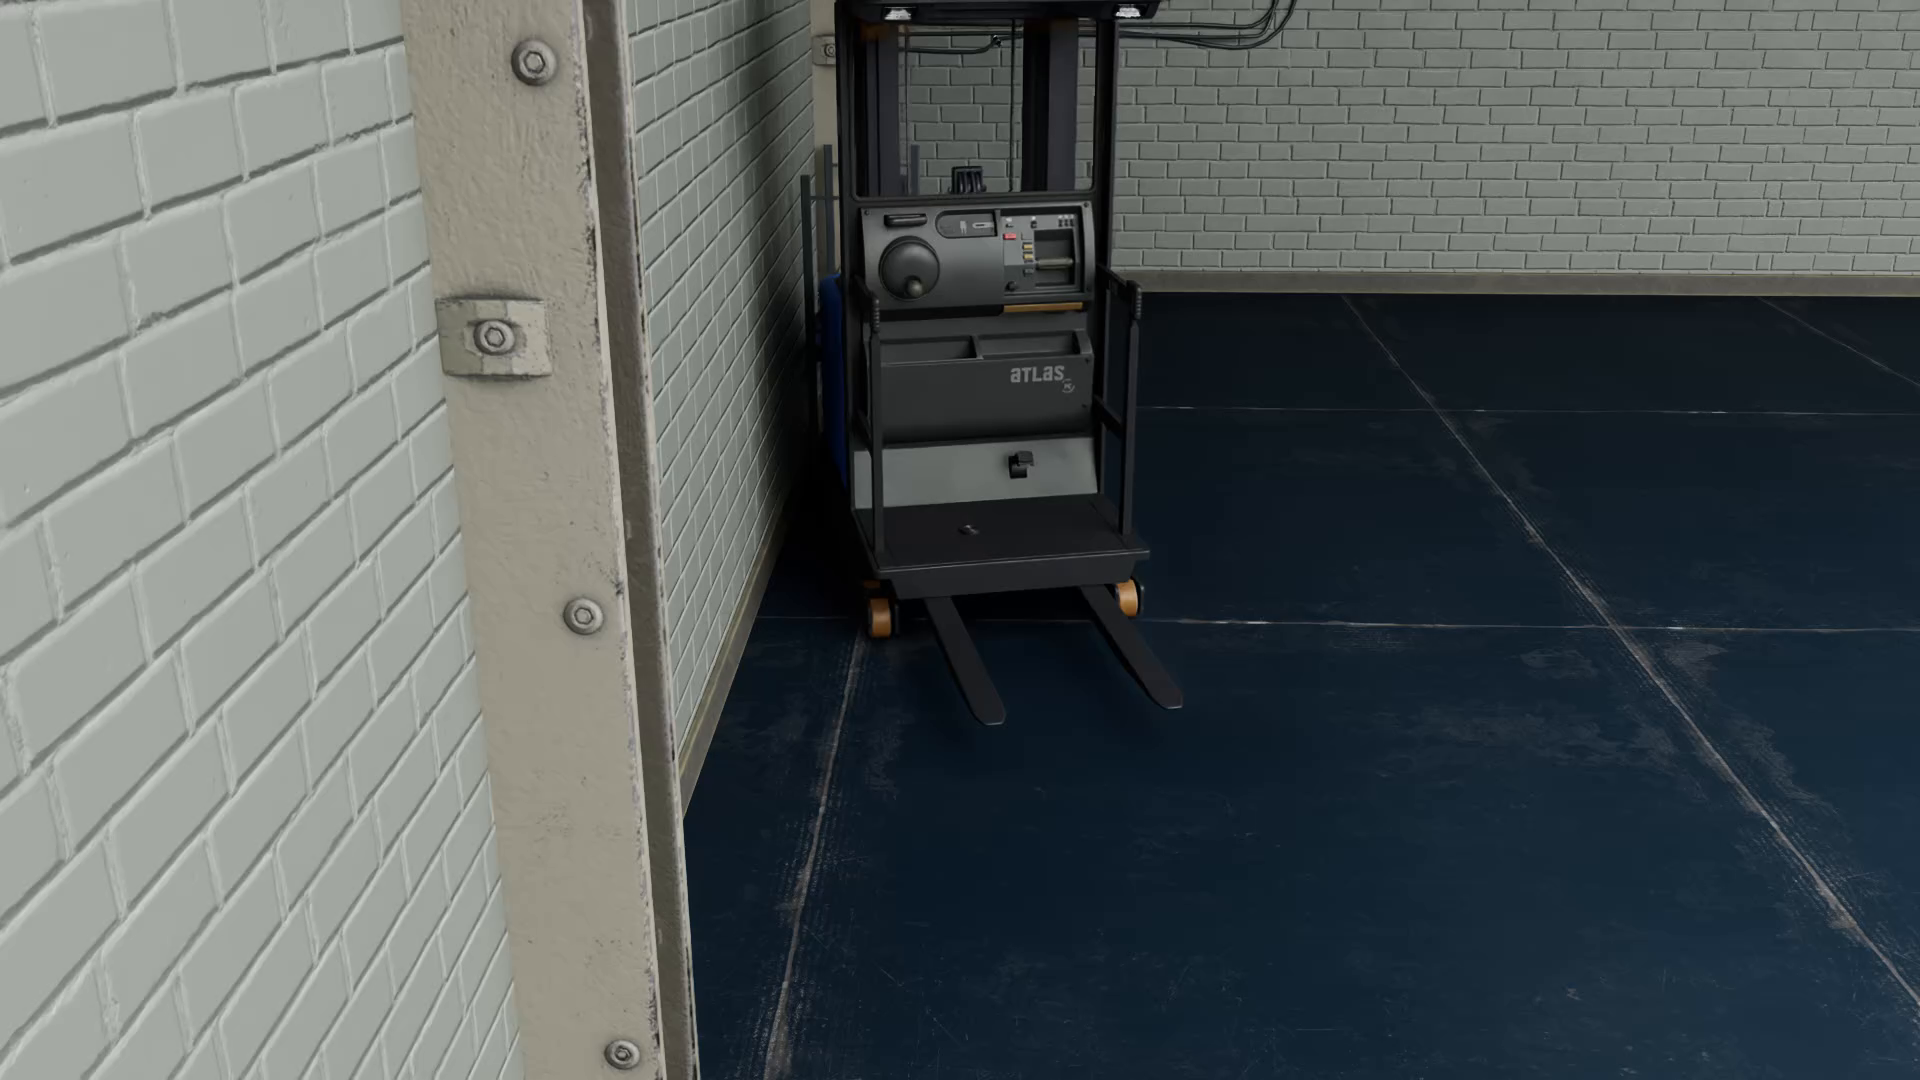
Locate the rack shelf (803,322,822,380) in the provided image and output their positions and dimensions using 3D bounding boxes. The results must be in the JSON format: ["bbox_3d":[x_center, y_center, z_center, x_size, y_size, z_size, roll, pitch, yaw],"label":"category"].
[{"bbox_3d":[-0.480,-1.021,8.584,0.538,0.185,1.000,1,21,2],"label":"rack shelf"}]

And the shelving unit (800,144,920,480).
[{"bbox_3d":[-0.480,-1.189,8.519,0.538,1.500,1.048,1,21,2],"label":"shelving unit"}]

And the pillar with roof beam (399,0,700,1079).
[{"bbox_3d":[3.502,-2.751,2.180,9.100,9.000,0.400,1,21,2],"label":"pillar with roof beam"}]

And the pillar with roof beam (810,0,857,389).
[{"bbox_3d":[3.685,-4.921,7.771,9.100,9.000,0.400,1,21,2],"label":"pillar with roof beam"}]

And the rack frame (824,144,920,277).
[{"bbox_3d":[-0.465,-1.373,8.993,0.500,1.500,0.032,1,21,2],"label":"rack frame"}]

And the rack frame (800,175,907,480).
[{"bbox_3d":[-0.496,-1.005,8.046,0.500,1.500,0.032,1,21,2],"label":"rack frame"}]

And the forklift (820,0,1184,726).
[{"bbox_3d":[0.118,-1.122,6.368,1.130,2.935,3.031,-4,22,-10],"label":"forklift"}]

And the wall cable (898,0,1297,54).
[{"bbox_3d":[0.793,-4.571,11.162,3.097,2.526,0.112,1,21,2],"label":"wall cable"}]
